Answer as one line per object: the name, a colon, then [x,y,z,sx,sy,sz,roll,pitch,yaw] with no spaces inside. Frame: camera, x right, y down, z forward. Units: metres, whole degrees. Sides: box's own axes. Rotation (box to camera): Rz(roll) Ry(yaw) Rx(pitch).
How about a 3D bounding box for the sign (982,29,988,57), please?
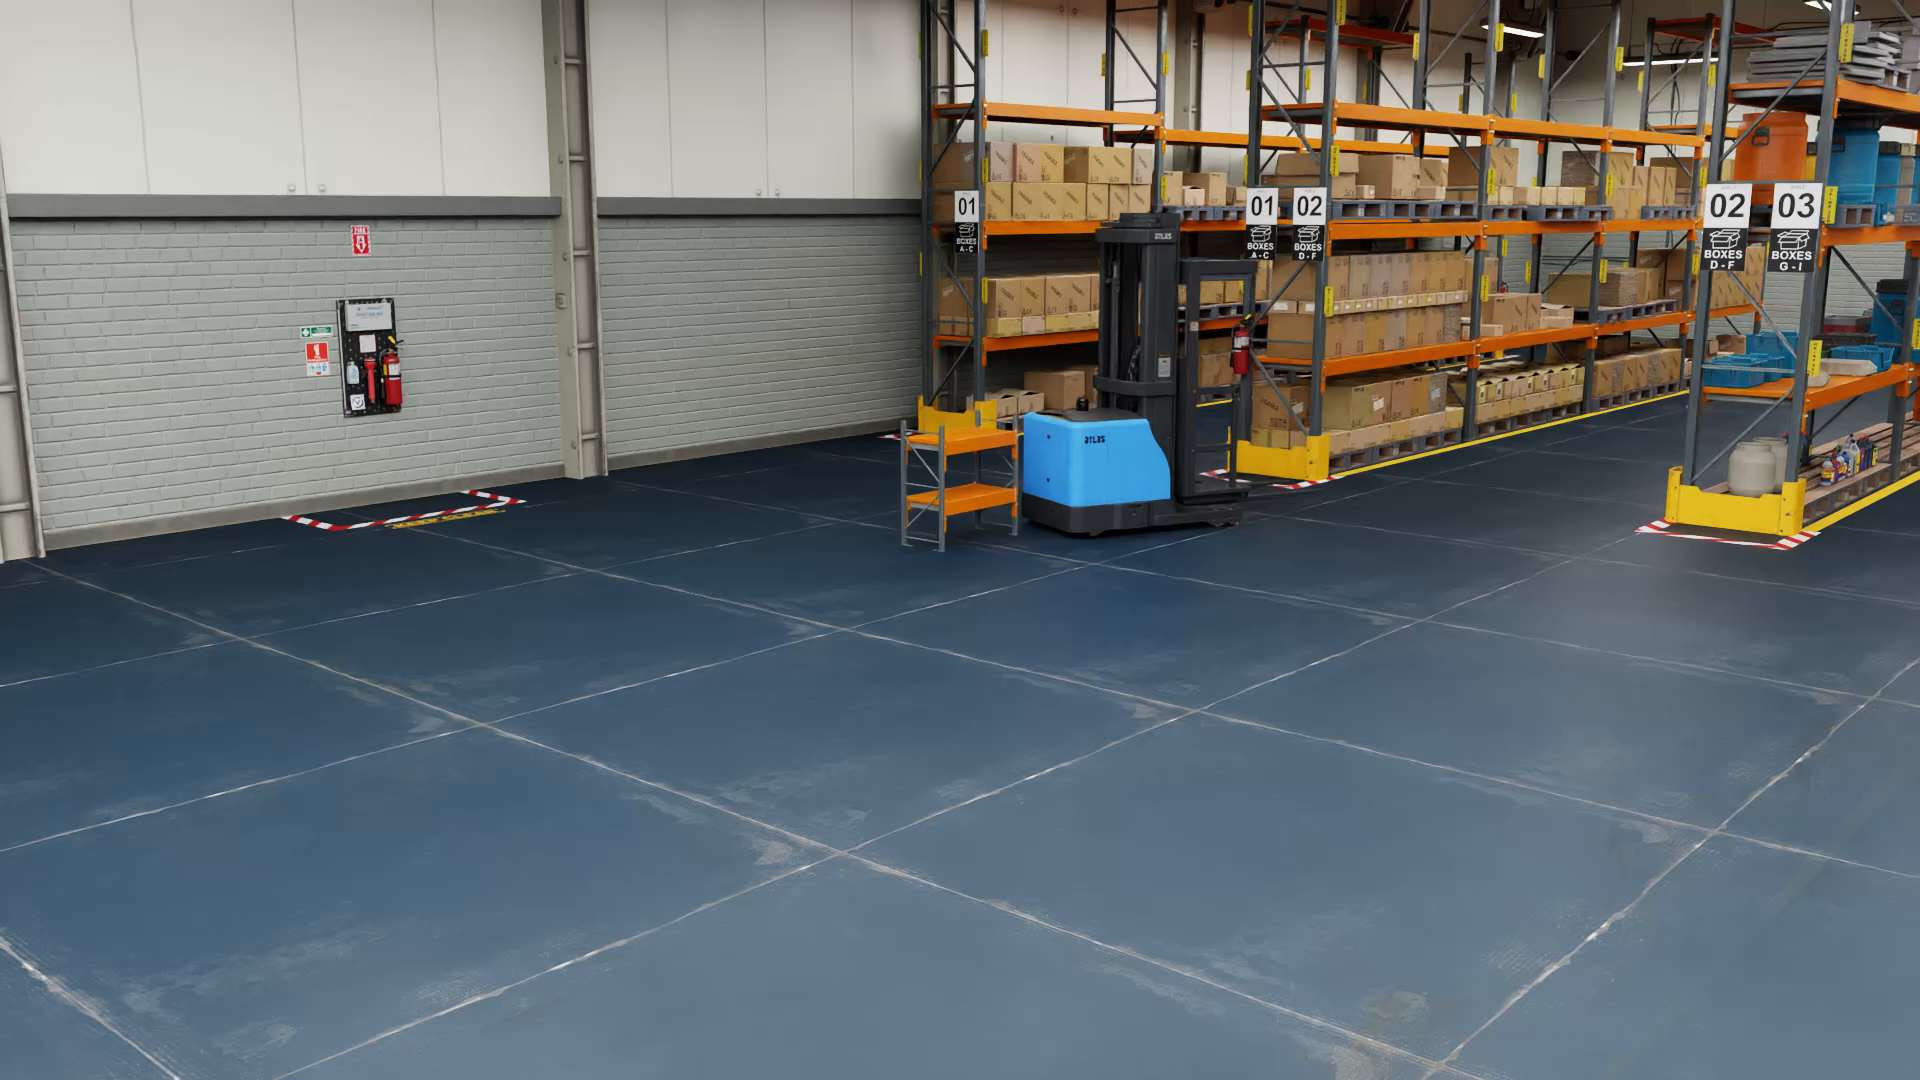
sign: [0.315,-6.235,20.864,0.100,0.325,0.005,10,15,40]

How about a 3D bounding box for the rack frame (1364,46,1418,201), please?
rack frame: [7.829,-7.573,30.154,1.000,3.000,0.127,10,15,40]

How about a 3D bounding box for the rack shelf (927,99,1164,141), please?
rack shelf: [1.228,-5.748,22.859,1.077,0.370,4.000,10,15,40]

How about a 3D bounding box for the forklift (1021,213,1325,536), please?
forklift: [2.143,-1.648,15.977,3.031,2.935,1.130,-6,13,-26]

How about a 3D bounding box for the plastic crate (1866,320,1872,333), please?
plastic crate: [10.485,-2.368,19.451,0.392,0.384,0.575,10,15,40]

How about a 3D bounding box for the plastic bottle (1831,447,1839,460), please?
plastic bottle: [9.251,-0.840,17.570,0.061,0.283,0.133,10,15,40]

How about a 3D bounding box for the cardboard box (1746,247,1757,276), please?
cardboard box: [13.773,-4.944,29.498,0.500,0.500,0.500,10,15,42]

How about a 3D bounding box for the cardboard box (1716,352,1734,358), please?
cardboard box: [13.370,-3.200,29.470,0.500,0.250,0.500,10,15,40]

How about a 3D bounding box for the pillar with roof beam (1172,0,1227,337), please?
pillar with roof beam: [6.915,-6.349,24.023,9.100,9.000,0.548,10,15,40]

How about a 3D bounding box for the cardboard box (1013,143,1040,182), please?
cardboard box: [0.714,-4.979,21.962,0.500,0.500,0.500,10,15,40]

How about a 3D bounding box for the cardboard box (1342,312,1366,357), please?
cardboard box: [4.292,-2.420,19.414,0.700,0.500,0.500,10,15,42]

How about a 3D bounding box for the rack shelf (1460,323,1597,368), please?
rack shelf: [7.592,-2.756,23.188,1.077,0.370,4.000,10,15,40]

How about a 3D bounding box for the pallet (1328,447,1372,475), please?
pallet: [4.105,-0.977,19.562,1.003,0.211,1.213,10,15,40]

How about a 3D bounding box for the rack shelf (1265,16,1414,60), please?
rack shelf: [6.509,-8.556,28.426,1.077,0.370,4.000,10,15,40]

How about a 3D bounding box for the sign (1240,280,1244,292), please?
sign: [3.233,-2.982,18.923,0.100,0.325,0.005,10,15,40]

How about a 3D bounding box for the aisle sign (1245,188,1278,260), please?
aisle sign: [3.368,-3.529,18.585,0.394,0.787,0.004,10,15,40]

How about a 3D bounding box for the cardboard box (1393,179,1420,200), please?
cardboard box: [5.385,-4.397,20.707,0.500,0.311,0.500,9,14,37]

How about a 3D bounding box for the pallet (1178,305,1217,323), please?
pallet: [3.162,-3.454,25.336,1.003,0.211,1.213,10,15,40]

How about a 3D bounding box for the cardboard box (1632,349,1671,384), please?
cardboard box: [11.110,-2.800,26.832,0.500,0.500,0.500,10,15,41]

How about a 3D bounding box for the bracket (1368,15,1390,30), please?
bracket: [7.634,-9.446,30.342,0.235,0.232,0.430,10,15,40]

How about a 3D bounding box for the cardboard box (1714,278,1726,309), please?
cardboard box: [12.761,-4.229,28.473,0.500,0.500,0.500,10,15,40]

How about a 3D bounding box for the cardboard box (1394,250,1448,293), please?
cardboard box: [5.651,-3.359,20.804,0.700,0.500,0.500,10,15,40]

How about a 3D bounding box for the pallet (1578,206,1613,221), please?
pallet: [8.532,-4.670,23.758,1.213,0.211,1.003,11,16,43]

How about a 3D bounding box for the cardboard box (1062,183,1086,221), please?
cardboard box: [1.375,-4.646,22.847,0.500,0.500,0.500,11,16,44]

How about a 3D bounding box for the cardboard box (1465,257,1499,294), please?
cardboard box: [10.141,-5.291,33.277,0.980,0.700,0.700,11,16,43]

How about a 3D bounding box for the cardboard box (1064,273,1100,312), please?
cardboard box: [1.803,-3.502,23.504,0.500,0.500,0.500,9,15,39]

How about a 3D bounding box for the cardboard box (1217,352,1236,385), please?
cardboard box: [4.019,-2.783,26.744,0.700,0.500,0.500,10,15,40]

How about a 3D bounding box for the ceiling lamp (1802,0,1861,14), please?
ceiling lamp: [13.029,-9.323,24.012,0.800,3.185,2.000,10,15,40]

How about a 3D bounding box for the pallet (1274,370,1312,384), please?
pallet: [5.766,-2.782,28.600,1.003,0.211,1.213,10,15,40]

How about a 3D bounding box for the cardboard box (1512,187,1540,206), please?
cardboard box: [7.580,-4.691,22.693,0.500,0.250,0.500,8,14,36]

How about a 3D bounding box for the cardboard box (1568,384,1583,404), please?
cardboard box: [8.748,-2.152,24.274,0.500,0.250,0.500,10,15,42]

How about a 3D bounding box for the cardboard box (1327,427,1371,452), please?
cardboard box: [4.480,-1.208,19.548,0.500,0.250,0.500,10,15,40]

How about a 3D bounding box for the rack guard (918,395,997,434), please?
rack guard: [-0.042,-1.651,22.203,1.175,0.500,0.348,10,15,40]

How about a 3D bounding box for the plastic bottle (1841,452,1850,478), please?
plastic bottle: [9.207,-0.784,17.322,0.097,0.271,0.097,0,11,0]

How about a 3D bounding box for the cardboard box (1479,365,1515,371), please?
cardboard box: [7.667,-2.343,23.802,0.500,0.311,0.500,9,15,39]

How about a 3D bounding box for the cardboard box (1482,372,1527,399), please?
cardboard box: [7.407,-2.125,22.709,0.500,0.311,0.500,9,14,38]

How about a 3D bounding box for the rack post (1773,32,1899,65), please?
rack post: [8.605,-4.779,16.356,0.937,0.300,0.954,9,15,39]

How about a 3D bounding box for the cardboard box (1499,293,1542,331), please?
cardboard box: [7.817,-3.203,23.335,0.500,0.500,0.500,9,14,37]

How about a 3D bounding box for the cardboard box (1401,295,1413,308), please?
cardboard box: [5.241,-2.888,20.101,0.380,0.149,0.250,10,15,42]

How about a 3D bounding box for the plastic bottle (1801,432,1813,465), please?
plastic bottle: [9.254,-1.007,18.233,0.144,0.351,0.185,10,15,40]

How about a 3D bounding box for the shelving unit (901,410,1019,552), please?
shelving unit: [0.004,-0.553,15.106,0.538,1.125,1.048,10,15,40]

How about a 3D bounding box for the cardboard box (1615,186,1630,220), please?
cardboard box: [9.512,-5.067,25.006,0.910,0.500,0.500,10,15,40]

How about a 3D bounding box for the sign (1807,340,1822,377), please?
sign: [7.760,-1.649,15.103,0.100,0.325,0.005,10,15,40]

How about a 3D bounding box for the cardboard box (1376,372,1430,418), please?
cardboard box: [5.464,-1.797,20.585,0.500,0.500,0.500,10,15,40]

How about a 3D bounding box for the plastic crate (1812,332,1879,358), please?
plastic crate: [9.549,-2.083,18.138,0.767,0.338,0.504,10,15,40]

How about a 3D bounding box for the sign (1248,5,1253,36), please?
sign: [3.233,-5.737,18.373,0.100,0.325,0.005,10,15,40]

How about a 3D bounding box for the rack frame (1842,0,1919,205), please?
rack frame: [9.990,-5.116,17.848,1.000,3.000,0.127,10,15,40]

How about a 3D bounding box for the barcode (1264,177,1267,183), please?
barcode: [3.468,-4.088,18.882,0.001,0.075,0.075,10,15,40]

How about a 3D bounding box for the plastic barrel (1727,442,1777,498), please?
plastic barrel: [7.727,-0.678,16.226,0.421,0.512,0.421,0,11,0]

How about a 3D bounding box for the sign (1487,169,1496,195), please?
sign: [6.690,-4.506,20.934,0.100,0.325,0.005,10,15,40]

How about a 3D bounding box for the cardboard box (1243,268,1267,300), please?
cardboard box: [4.538,-4.152,26.960,0.700,0.500,0.500,8,14,35]
